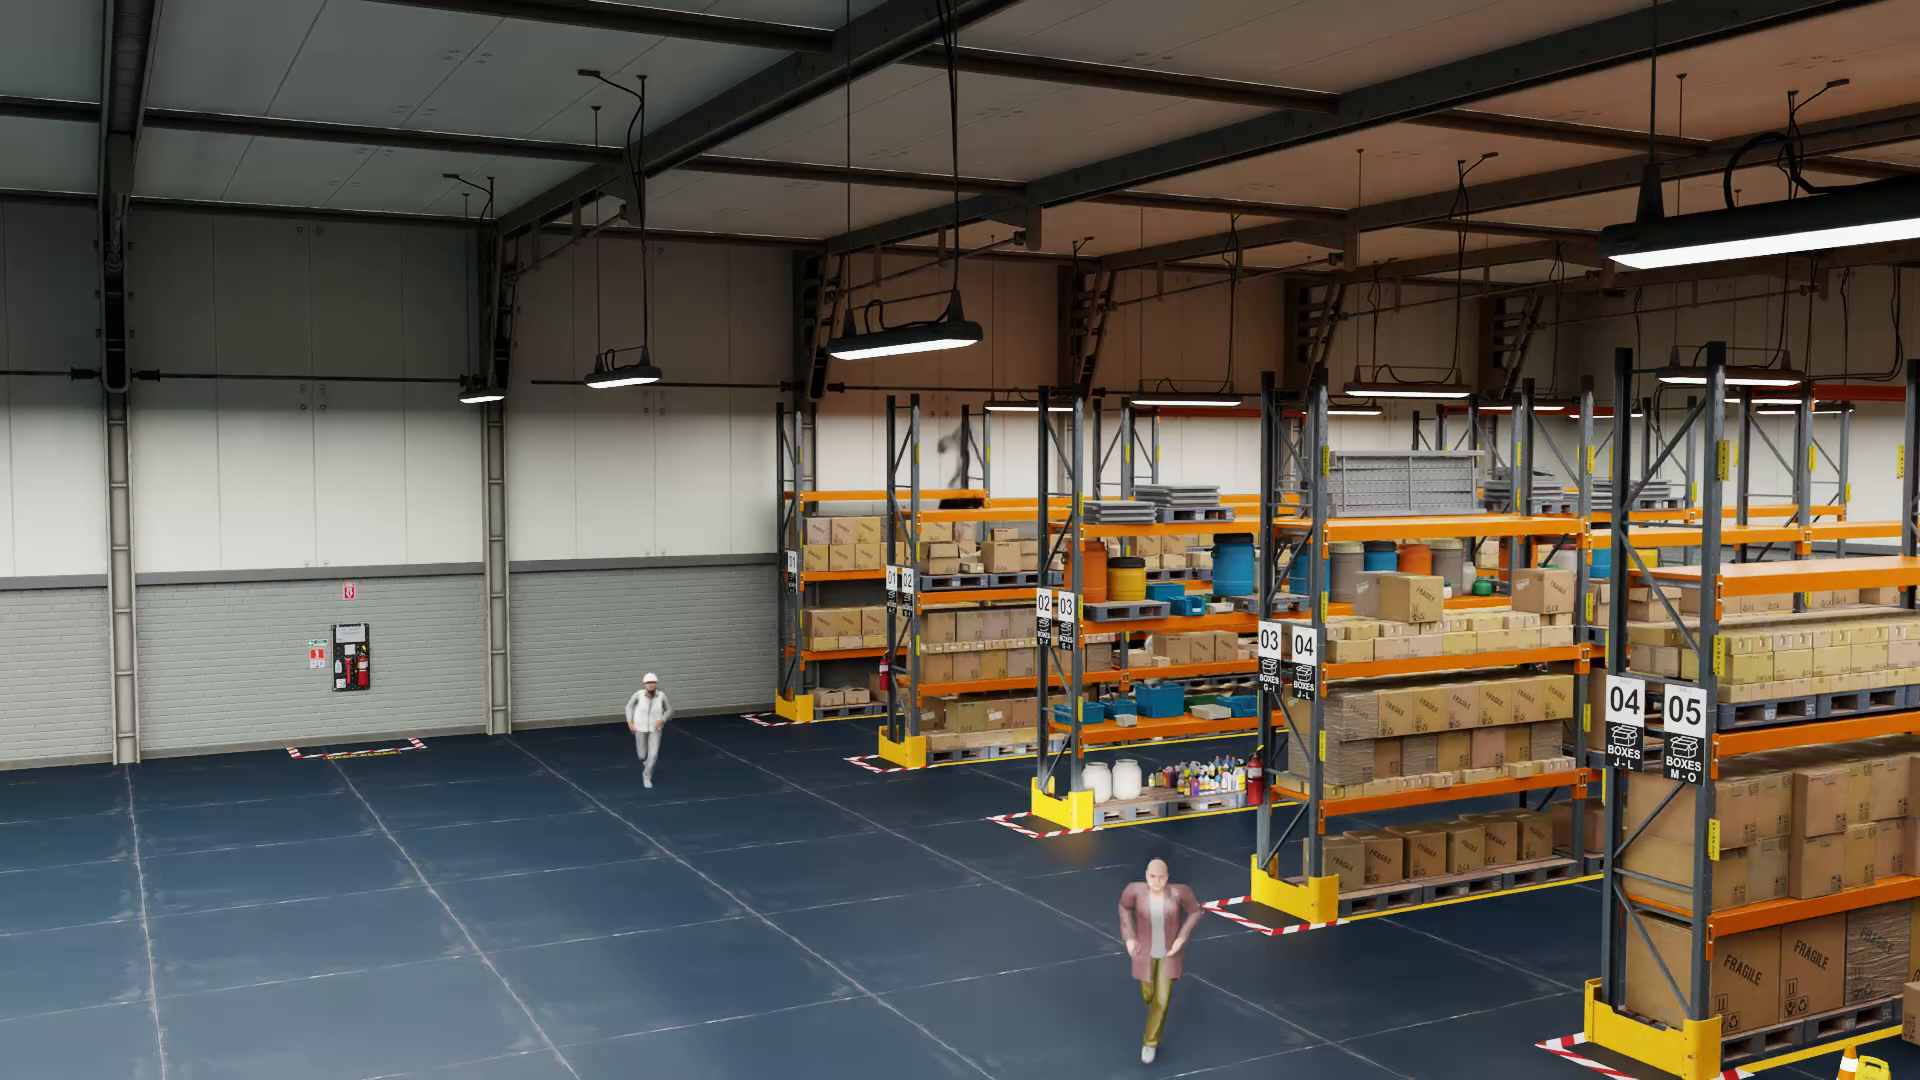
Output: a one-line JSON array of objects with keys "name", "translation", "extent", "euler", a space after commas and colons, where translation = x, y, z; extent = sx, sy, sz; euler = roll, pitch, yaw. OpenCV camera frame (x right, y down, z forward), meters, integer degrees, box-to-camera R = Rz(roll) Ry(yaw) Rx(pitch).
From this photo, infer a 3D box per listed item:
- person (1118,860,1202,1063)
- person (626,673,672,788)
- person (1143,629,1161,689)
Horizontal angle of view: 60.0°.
[{"name": "person", "translation": [1.709, 3.523, 14.277], "extent": [0.712, 1.727, 0.888], "euler": [0, 3, 7]}, {"name": "person", "translation": [-4.758, 2.884, 25.440], "extent": [0.684, 1.737, 0.705], "euler": [-1, 3, -10]}, {"name": "person", "translation": [3.768, 2.476, 32.023], "extent": [0.863, 1.771, 0.657], "euler": [-3, 4, -40]}]
